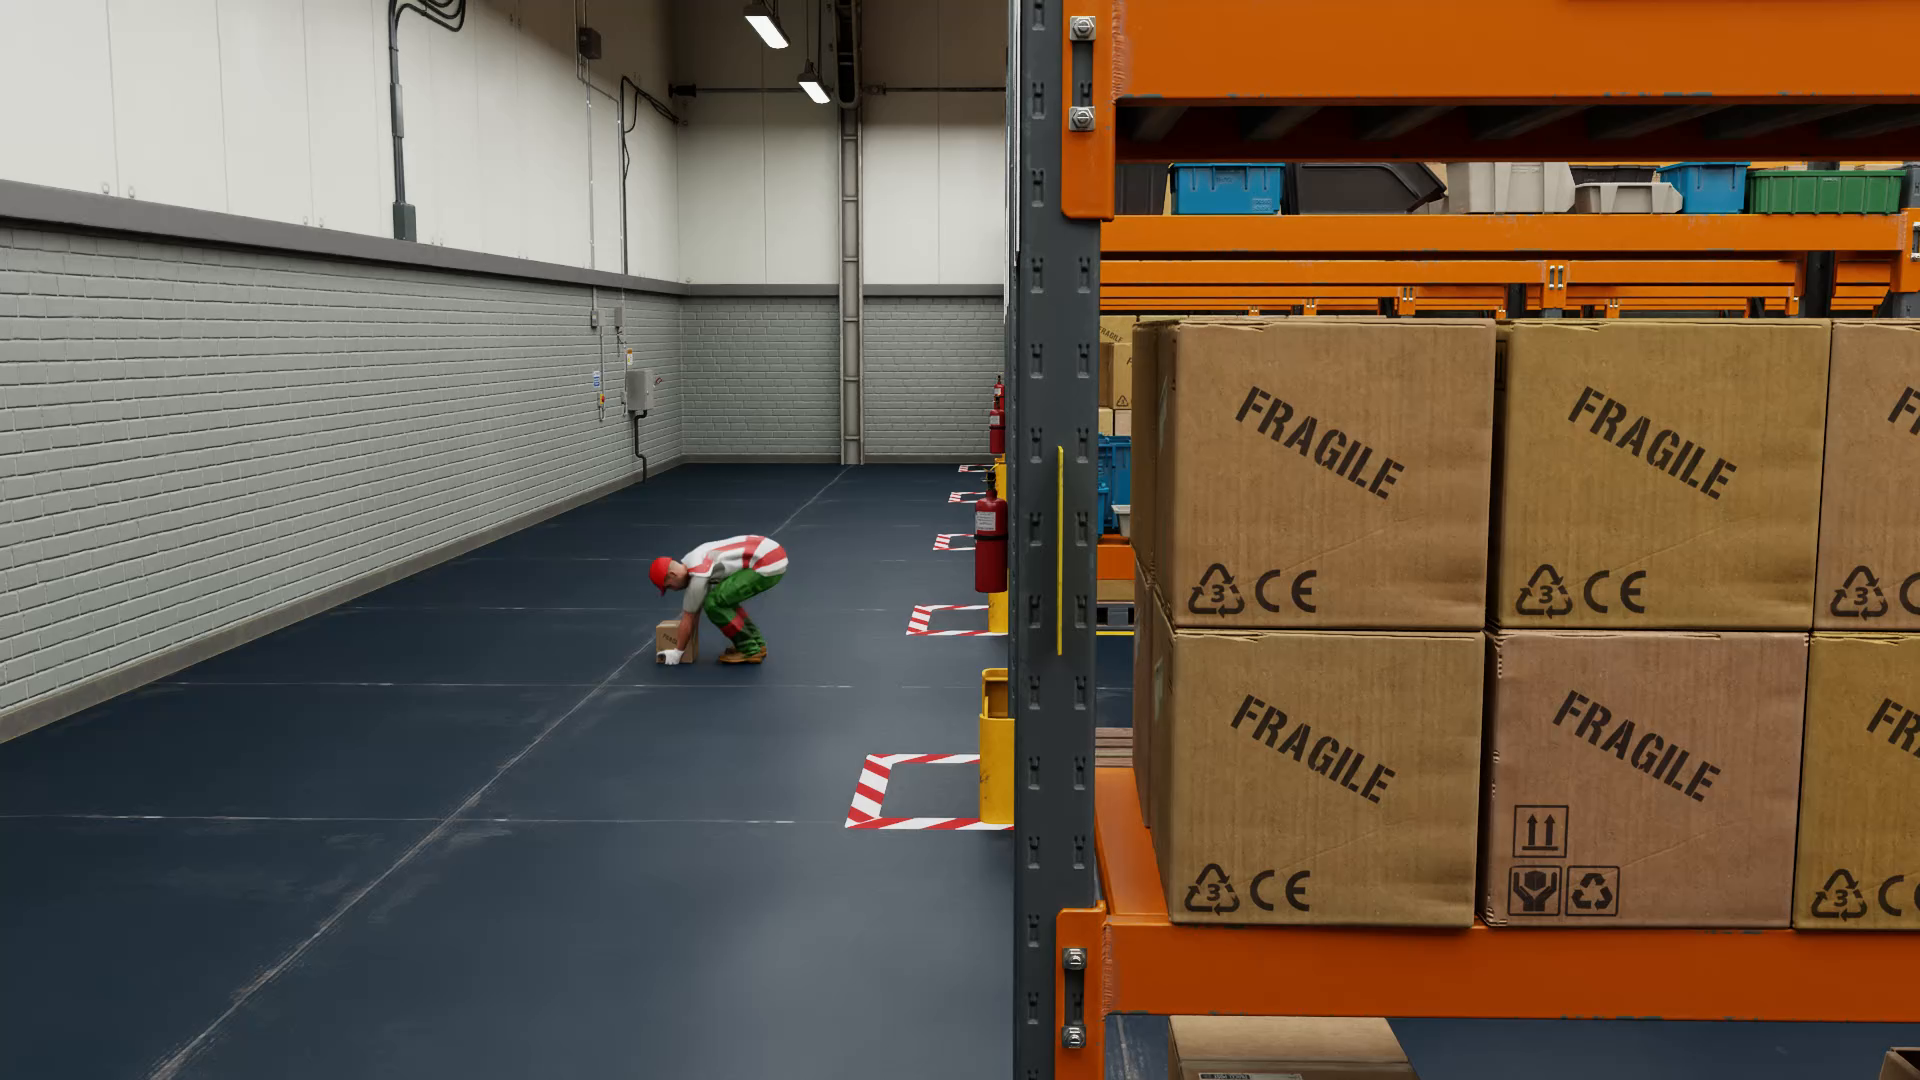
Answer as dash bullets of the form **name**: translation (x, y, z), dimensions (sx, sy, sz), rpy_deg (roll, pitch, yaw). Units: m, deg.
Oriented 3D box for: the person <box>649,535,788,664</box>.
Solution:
- **person**: translation (-1.678, 0.418, 11.599), dimensions (0.962, 0.894, 0.536), rpy_deg (0, 7, -1)
